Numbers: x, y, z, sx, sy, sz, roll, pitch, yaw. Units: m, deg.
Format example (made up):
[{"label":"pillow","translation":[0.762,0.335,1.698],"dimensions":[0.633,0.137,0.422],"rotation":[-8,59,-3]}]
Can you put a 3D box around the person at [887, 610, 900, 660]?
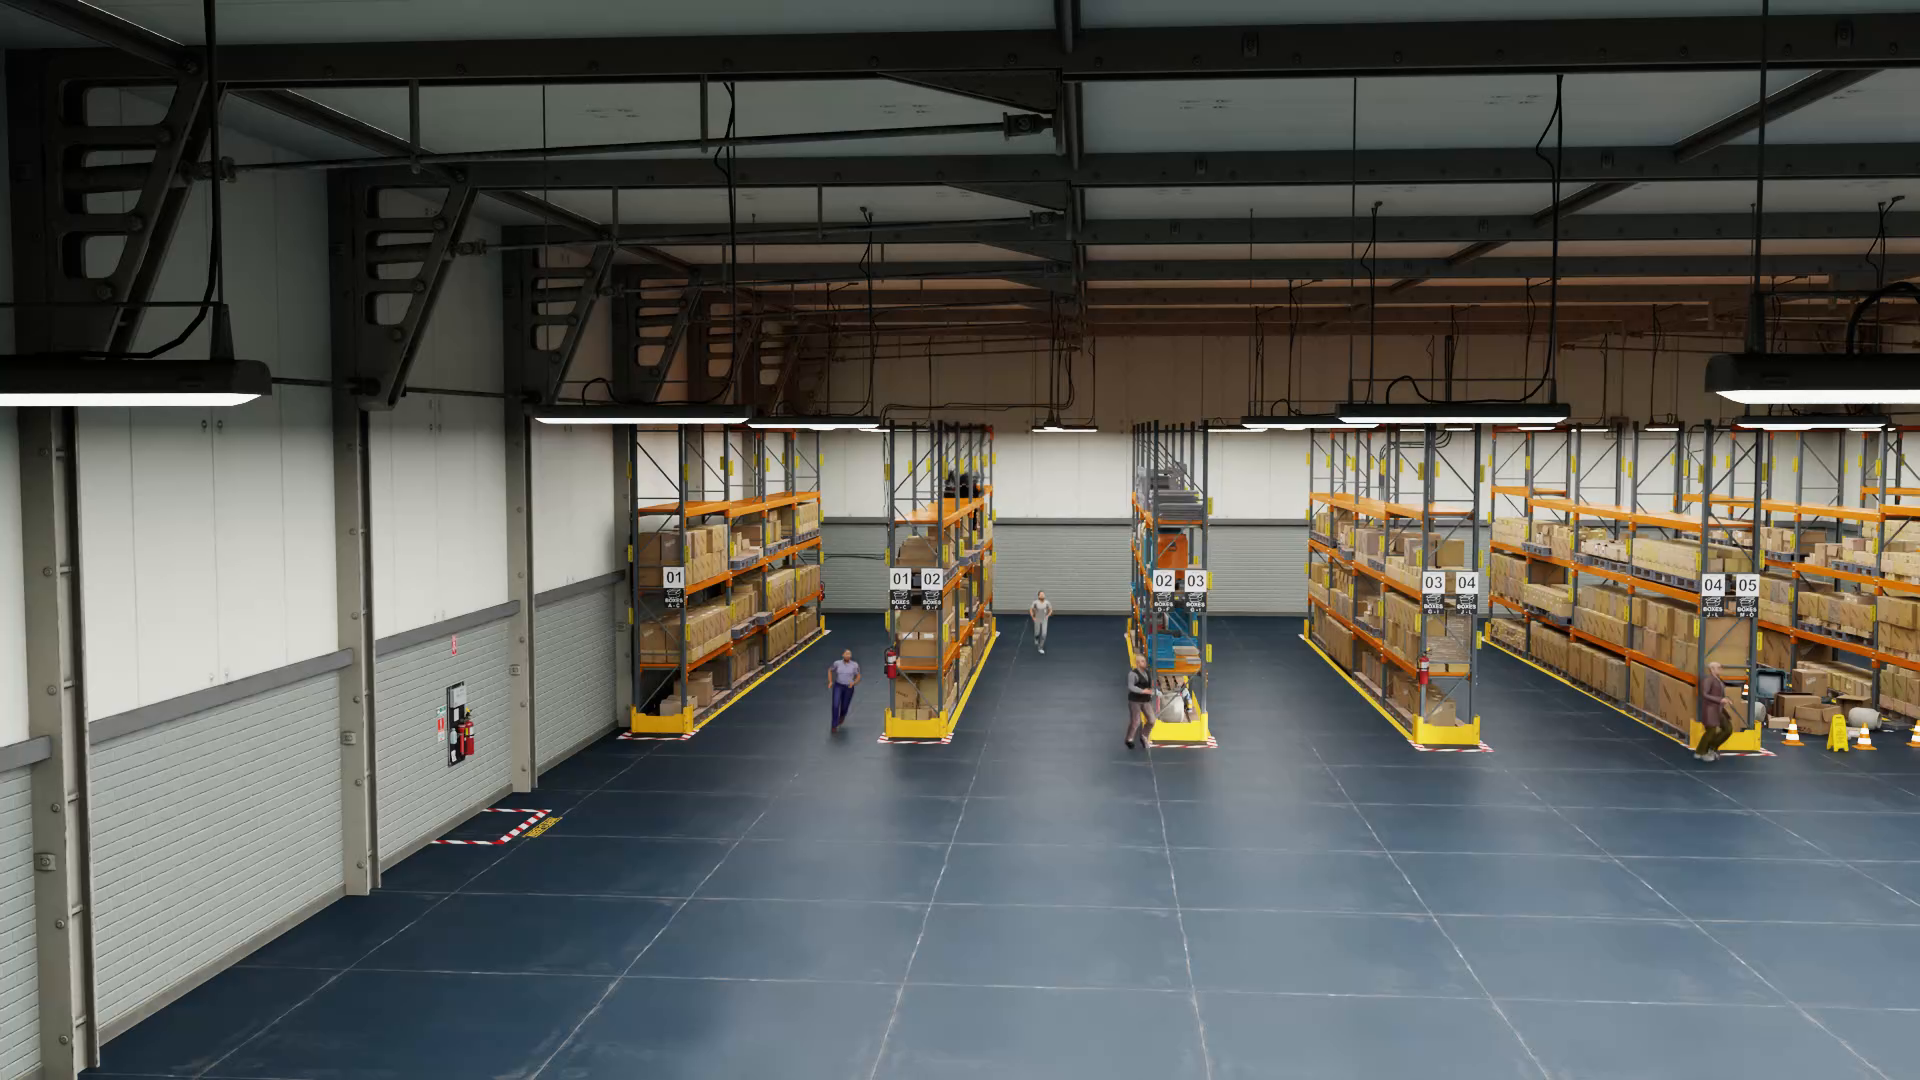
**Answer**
[{"label":"person","translation":[-1.570,2.303,40.819],"dimensions":[0.555,1.701,0.880],"rotation":[0,4,2]}]

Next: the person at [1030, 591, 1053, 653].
[{"label":"person","translation":[2.143,2.147,43.848],"dimensions":[0.601,1.626,0.569],"rotation":[0,4,0]}]

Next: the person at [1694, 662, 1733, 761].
[{"label":"person","translation":[13.205,3.049,29.069],"dimensions":[0.715,1.683,0.710],"rotation":[-3,5,-39]}]

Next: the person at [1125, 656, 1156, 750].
[{"label":"person","translation":[3.295,2.978,30.160],"dimensions":[0.669,1.779,0.722],"rotation":[-3,5,-38]}]

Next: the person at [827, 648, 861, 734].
[{"label":"person","translation":[-2.246,2.905,32.212],"dimensions":[0.641,1.625,0.716],"rotation":[0,4,-3]}]
